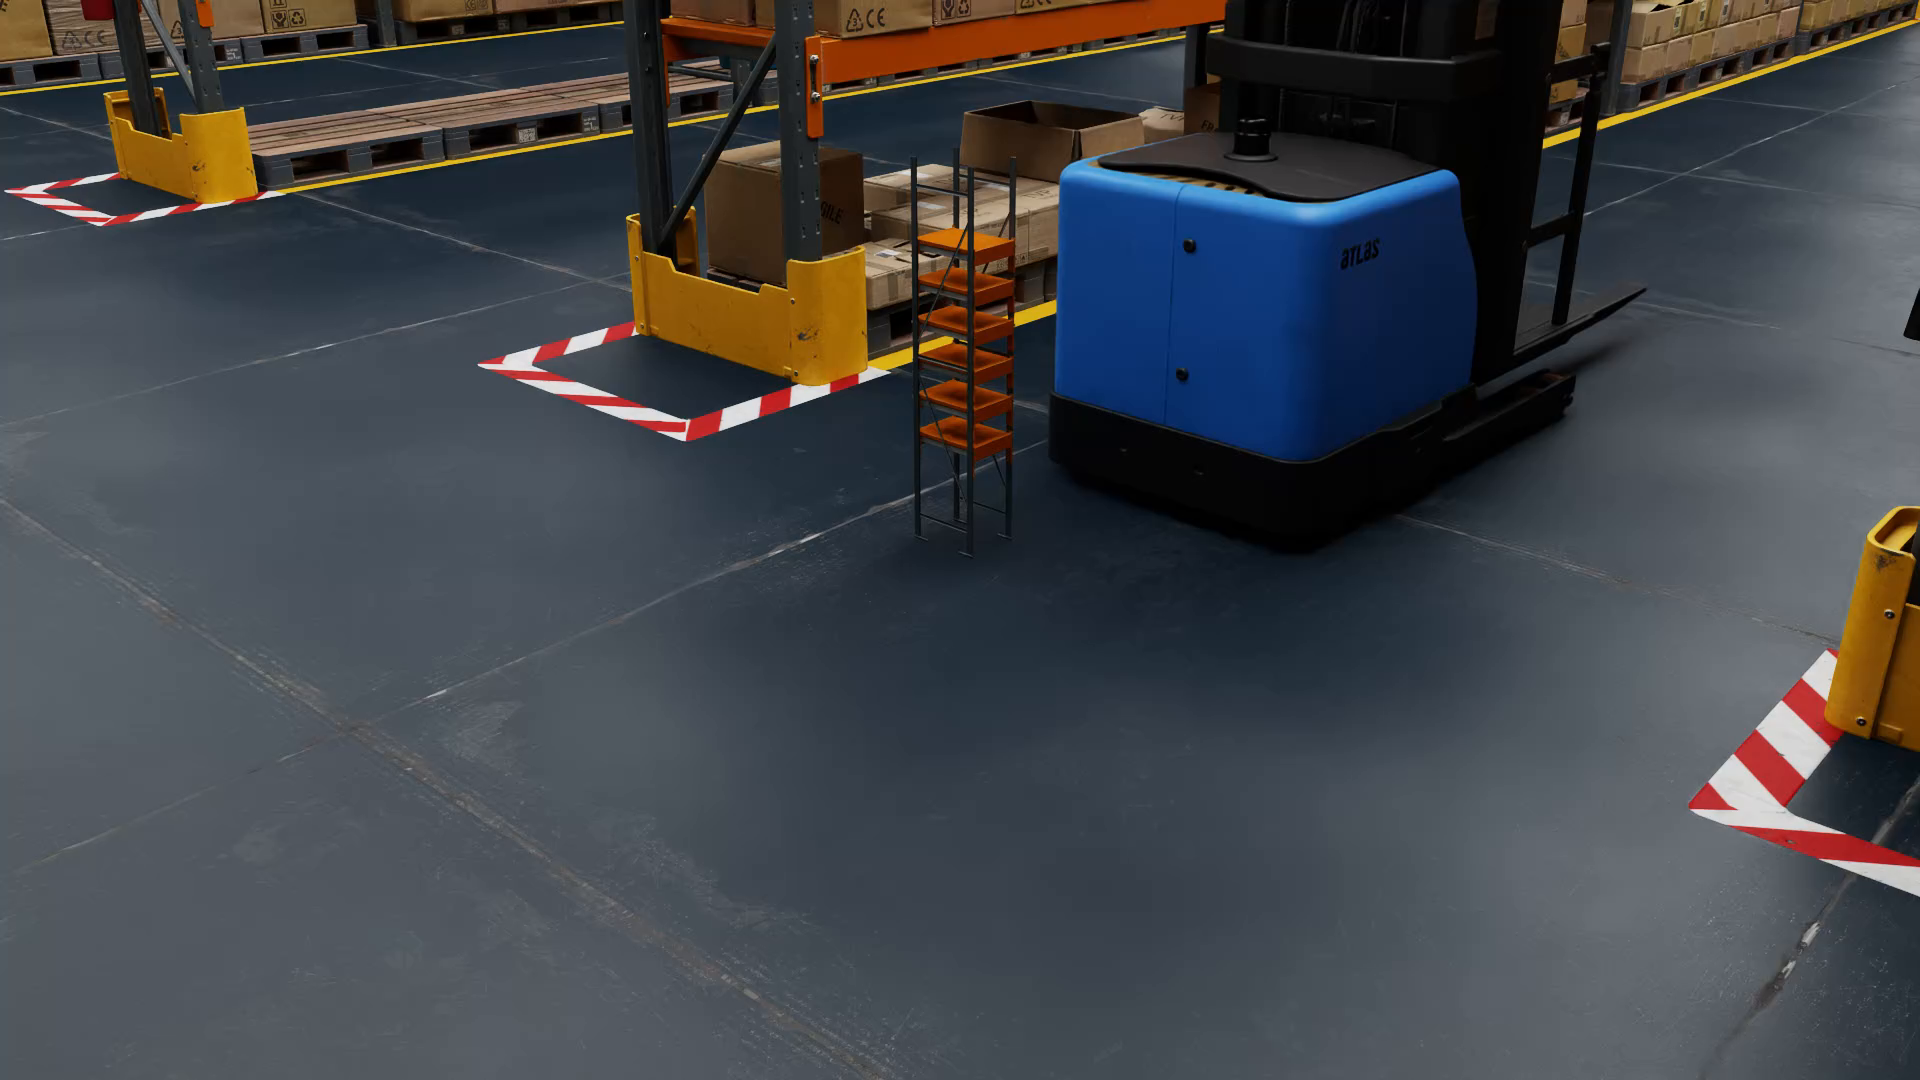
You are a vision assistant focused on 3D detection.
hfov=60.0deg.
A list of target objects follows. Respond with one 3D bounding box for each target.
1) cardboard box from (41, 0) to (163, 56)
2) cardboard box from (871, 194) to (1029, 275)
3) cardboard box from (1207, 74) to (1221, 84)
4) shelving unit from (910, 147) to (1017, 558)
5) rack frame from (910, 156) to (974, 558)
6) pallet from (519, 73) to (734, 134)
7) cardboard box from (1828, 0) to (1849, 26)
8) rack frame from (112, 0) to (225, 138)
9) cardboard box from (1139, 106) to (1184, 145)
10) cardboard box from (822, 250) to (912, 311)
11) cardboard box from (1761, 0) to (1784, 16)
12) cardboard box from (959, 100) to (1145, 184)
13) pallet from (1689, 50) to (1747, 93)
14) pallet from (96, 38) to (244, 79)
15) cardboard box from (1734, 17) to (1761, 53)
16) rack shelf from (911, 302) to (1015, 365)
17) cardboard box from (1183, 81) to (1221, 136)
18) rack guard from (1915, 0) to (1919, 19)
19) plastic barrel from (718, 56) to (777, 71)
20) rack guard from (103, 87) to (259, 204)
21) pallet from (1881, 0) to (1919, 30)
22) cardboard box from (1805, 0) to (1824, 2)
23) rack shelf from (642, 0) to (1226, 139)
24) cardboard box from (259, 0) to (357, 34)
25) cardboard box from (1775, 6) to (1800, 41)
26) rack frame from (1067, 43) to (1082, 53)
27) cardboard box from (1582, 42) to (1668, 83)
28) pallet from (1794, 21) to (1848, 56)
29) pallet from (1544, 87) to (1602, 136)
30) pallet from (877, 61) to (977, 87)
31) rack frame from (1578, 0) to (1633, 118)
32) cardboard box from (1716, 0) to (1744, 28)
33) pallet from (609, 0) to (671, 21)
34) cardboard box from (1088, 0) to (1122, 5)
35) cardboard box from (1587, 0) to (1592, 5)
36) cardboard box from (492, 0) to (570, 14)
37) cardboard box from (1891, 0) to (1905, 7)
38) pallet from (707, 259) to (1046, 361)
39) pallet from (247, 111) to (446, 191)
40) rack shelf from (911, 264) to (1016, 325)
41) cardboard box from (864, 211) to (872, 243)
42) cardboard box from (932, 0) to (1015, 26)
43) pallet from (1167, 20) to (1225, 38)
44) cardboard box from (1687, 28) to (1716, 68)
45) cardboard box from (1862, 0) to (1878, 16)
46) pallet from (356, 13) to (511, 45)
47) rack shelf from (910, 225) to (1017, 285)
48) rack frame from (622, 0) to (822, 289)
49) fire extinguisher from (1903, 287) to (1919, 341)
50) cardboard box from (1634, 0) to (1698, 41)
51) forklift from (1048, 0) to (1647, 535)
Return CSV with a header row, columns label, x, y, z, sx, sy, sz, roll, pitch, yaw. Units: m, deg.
label,x,y,z,sx,sy,sz,roll,pitch,yaw
cardboard box,-7.352,-4.580,13.882,0.875,0.875,0.875,20,31,38
cardboard box,-0.044,-1.344,7.405,0.500,0.250,0.500,20,31,38
cardboard box,1.834,-2.665,10.045,0.500,0.500,0.500,20,31,37
shelving unit,0.010,-0.552,5.014,0.258,1.200,0.189,20,31,38
rack frame,-0.051,-0.524,4.952,0.240,1.200,0.006,20,31,38
pallet,-2.430,-3.223,12.180,1.003,0.211,1.213,20,31,38
cardboard box,7.930,-4.960,15.494,0.500,0.250,0.500,20,31,38
rack frame,-4.638,-3.511,9.415,1.000,3.000,0.127,20,31,38
cardboard box,1.277,-2.281,9.420,0.500,0.311,0.500,20,31,38
cardboard box,-0.416,-1.091,6.964,0.380,0.149,0.250,20,31,38
cardboard box,6.658,-4.645,14.105,0.500,0.311,0.500,21,32,39
cardboard box,0.468,-1.864,8.255,0.797,0.503,0.637,20,31,38
pallet,5.780,-3.933,13.763,1.003,0.211,1.213,20,31,38
pallet,-7.037,-4.226,14.418,1.003,0.211,1.213,20,31,38
cardboard box,6.316,-4.235,13.878,0.500,0.250,0.500,21,32,39
rack shelf,0.010,-0.621,4.983,0.258,0.103,0.180,20,31,38
cardboard box,1.549,-2.185,8.975,0.500,0.500,0.500,20,31,38
rack guard,9.743,-5.899,17.796,1.175,0.500,0.348,20,31,38
plastic barrel,-1.593,-4.125,12.836,0.600,0.901,0.708,20,31,38
rack guard,-4.644,-2.360,9.902,1.175,0.500,0.348,20,31,38
pallet,9.247,-5.516,17.293,1.003,0.211,1.213,20,31,38
cardboard box,7.600,-5.149,14.998,0.500,0.500,0.500,20,31,38
rack shelf,0.383,-2.439,7.902,1.077,0.370,4.000,20,31,38
cardboard box,-6.157,-5.125,15.098,0.875,0.875,0.875,20,31,38
cardboard box,6.996,-4.545,14.568,0.500,0.250,0.500,20,31,37
rack frame,0.701,-5.949,14.851,1.000,3.000,0.127,20,31,38
cardboard box,4.956,-3.611,12.485,0.500,0.250,0.500,20,31,37
pallet,7.619,-4.772,15.635,1.003,0.211,1.213,20,31,38
pallet,3.861,-3.105,11.918,1.003,0.211,1.213,20,31,38
pallet,-0.608,-4.055,14.035,1.003,0.211,1.213,20,31,38
rack frame,4.387,-4.595,11.832,1.000,3.000,0.127,20,31,38
cardboard box,5.985,-4.341,13.428,0.500,0.311,0.500,20,31,37
pallet,-3.570,-5.809,17.948,1.003,0.211,1.213,20,31,38
cardboard box,0.553,-2.729,7.548,0.500,0.500,0.500,21,31,38
cardboard box,4.554,-4.015,12.700,0.500,0.311,0.500,21,32,39
cardboard box,-4.649,-5.777,16.553,1.225,0.875,0.875,19,30,36
cardboard box,9.264,-5.570,16.853,0.500,0.250,0.500,20,31,38
pallet,-0.370,-1.151,7.560,1.003,0.211,1.213,20,31,38
pallet,-4.059,-2.479,10.522,1.003,0.211,1.213,20,31,38
rack shelf,0.010,-0.730,4.934,0.258,0.103,0.180,20,31,38
cardboard box,-0.435,-1.397,7.625,0.380,0.166,0.250,20,31,38
cardboard box,-0.119,-2.425,6.870,0.500,0.500,0.500,20,31,37
pallet,2.061,-5.272,16.749,1.003,0.211,1.213,20,31,38
cardboard box,5.633,-3.925,13.185,0.500,0.250,0.500,19,30,36
cardboard box,8.597,-5.265,16.174,0.500,0.250,0.500,20,31,38
pallet,-5.198,-5.066,16.290,1.003,0.211,1.213,20,31,38
rack shelf,0.010,-0.840,4.885,0.258,0.103,0.180,20,31,38
rack frame,-0.952,-2.158,6.396,1.000,3.000,0.127,20,31,38
fire extinguisher,2.295,-0.681,3.652,0.296,0.674,0.183,20,31,38
cardboard box,5.300,-4.030,12.733,0.500,0.311,0.500,19,31,36
forklift,1.675,-1.867,5.831,1.130,2.935,3.031,21,31,38
